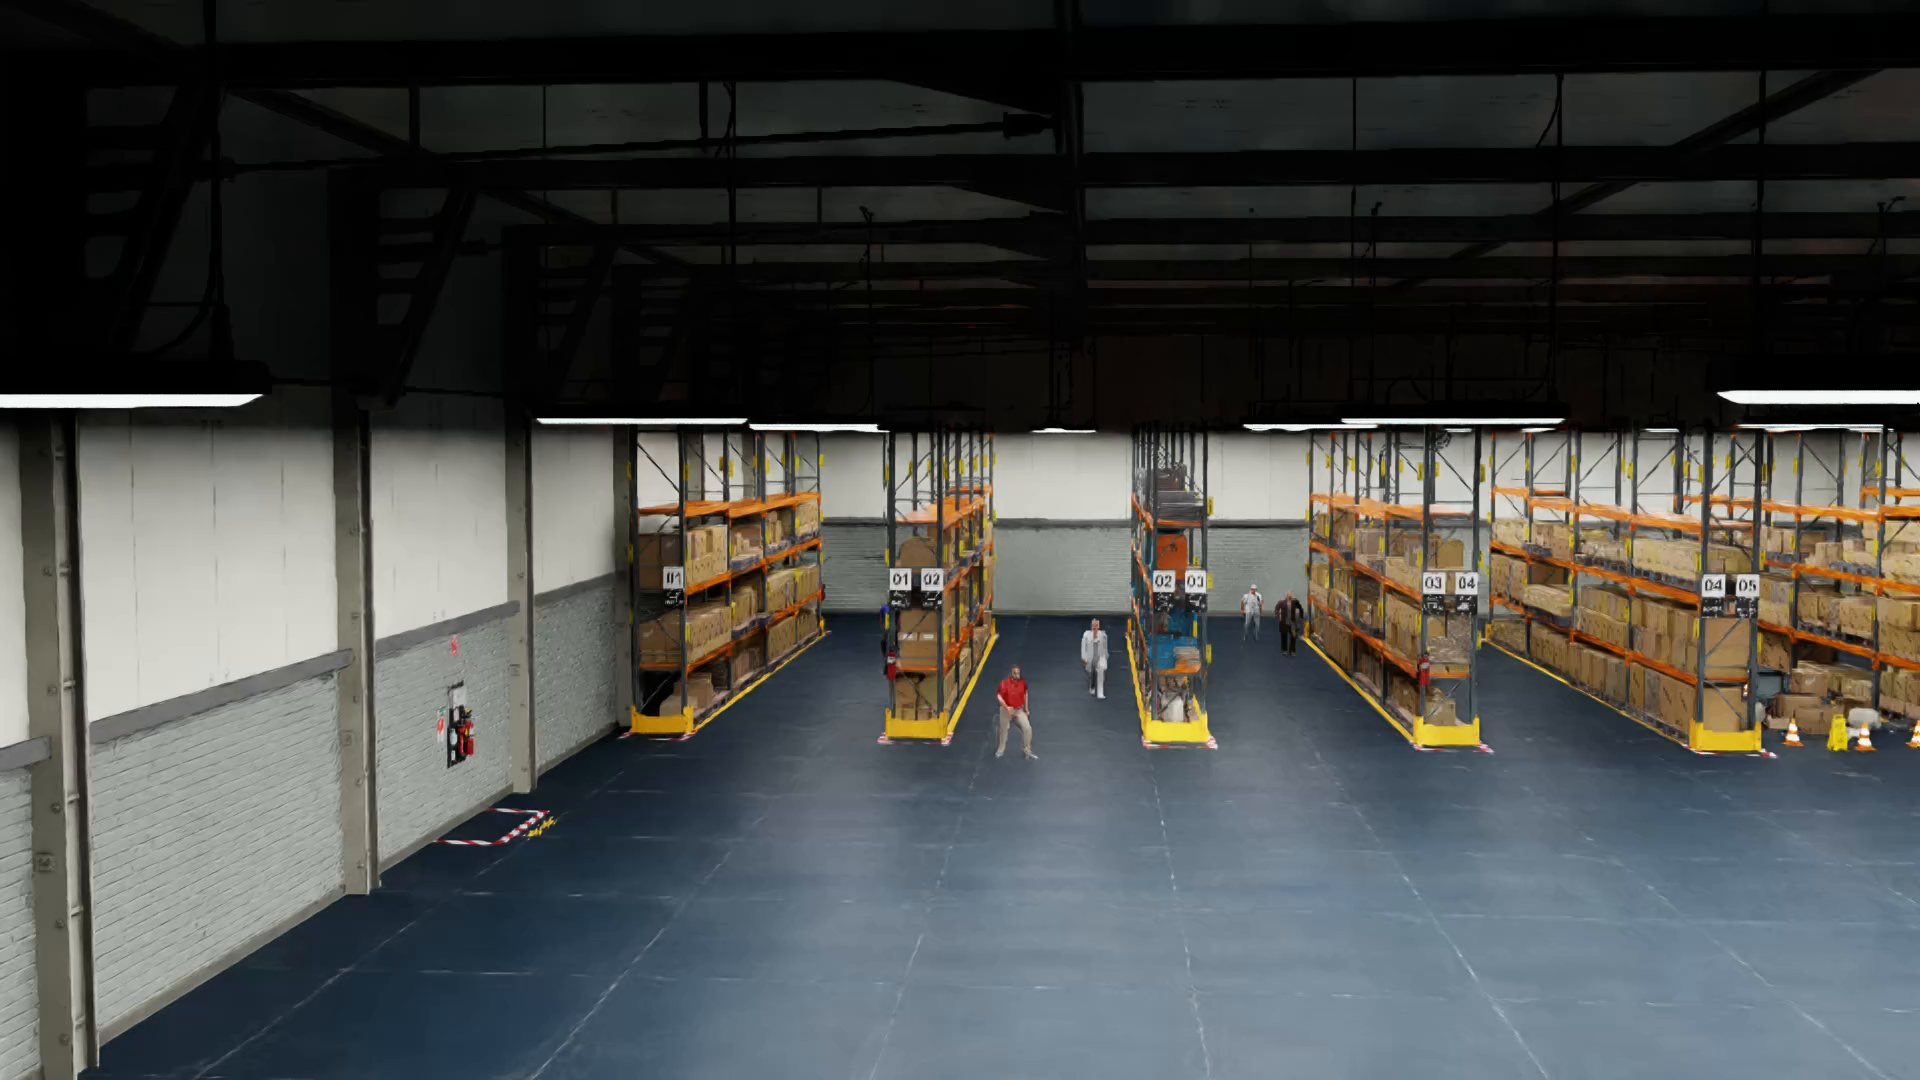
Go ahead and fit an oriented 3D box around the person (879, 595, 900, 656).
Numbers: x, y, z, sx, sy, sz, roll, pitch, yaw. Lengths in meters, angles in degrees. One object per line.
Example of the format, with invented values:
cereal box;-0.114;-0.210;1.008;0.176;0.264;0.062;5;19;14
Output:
person;-1.814;2.220;42.990;0.592;1.584;0.513;0;4;3

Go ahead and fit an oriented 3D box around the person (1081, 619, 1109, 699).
person;2.926;2.564;36.202;0.574;1.698;1.193;0;4;7

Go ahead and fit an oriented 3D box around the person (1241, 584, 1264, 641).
person;8.106;2.012;46.066;0.626;1.610;0.578;0;4;2

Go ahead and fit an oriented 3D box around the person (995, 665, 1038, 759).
person;0.944;3.025;29.347;0.679;1.674;0.768;-1;4;-17

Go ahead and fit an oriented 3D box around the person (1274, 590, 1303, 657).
person;8.518;2.135;43.095;0.740;1.722;0.875;1;4;10
